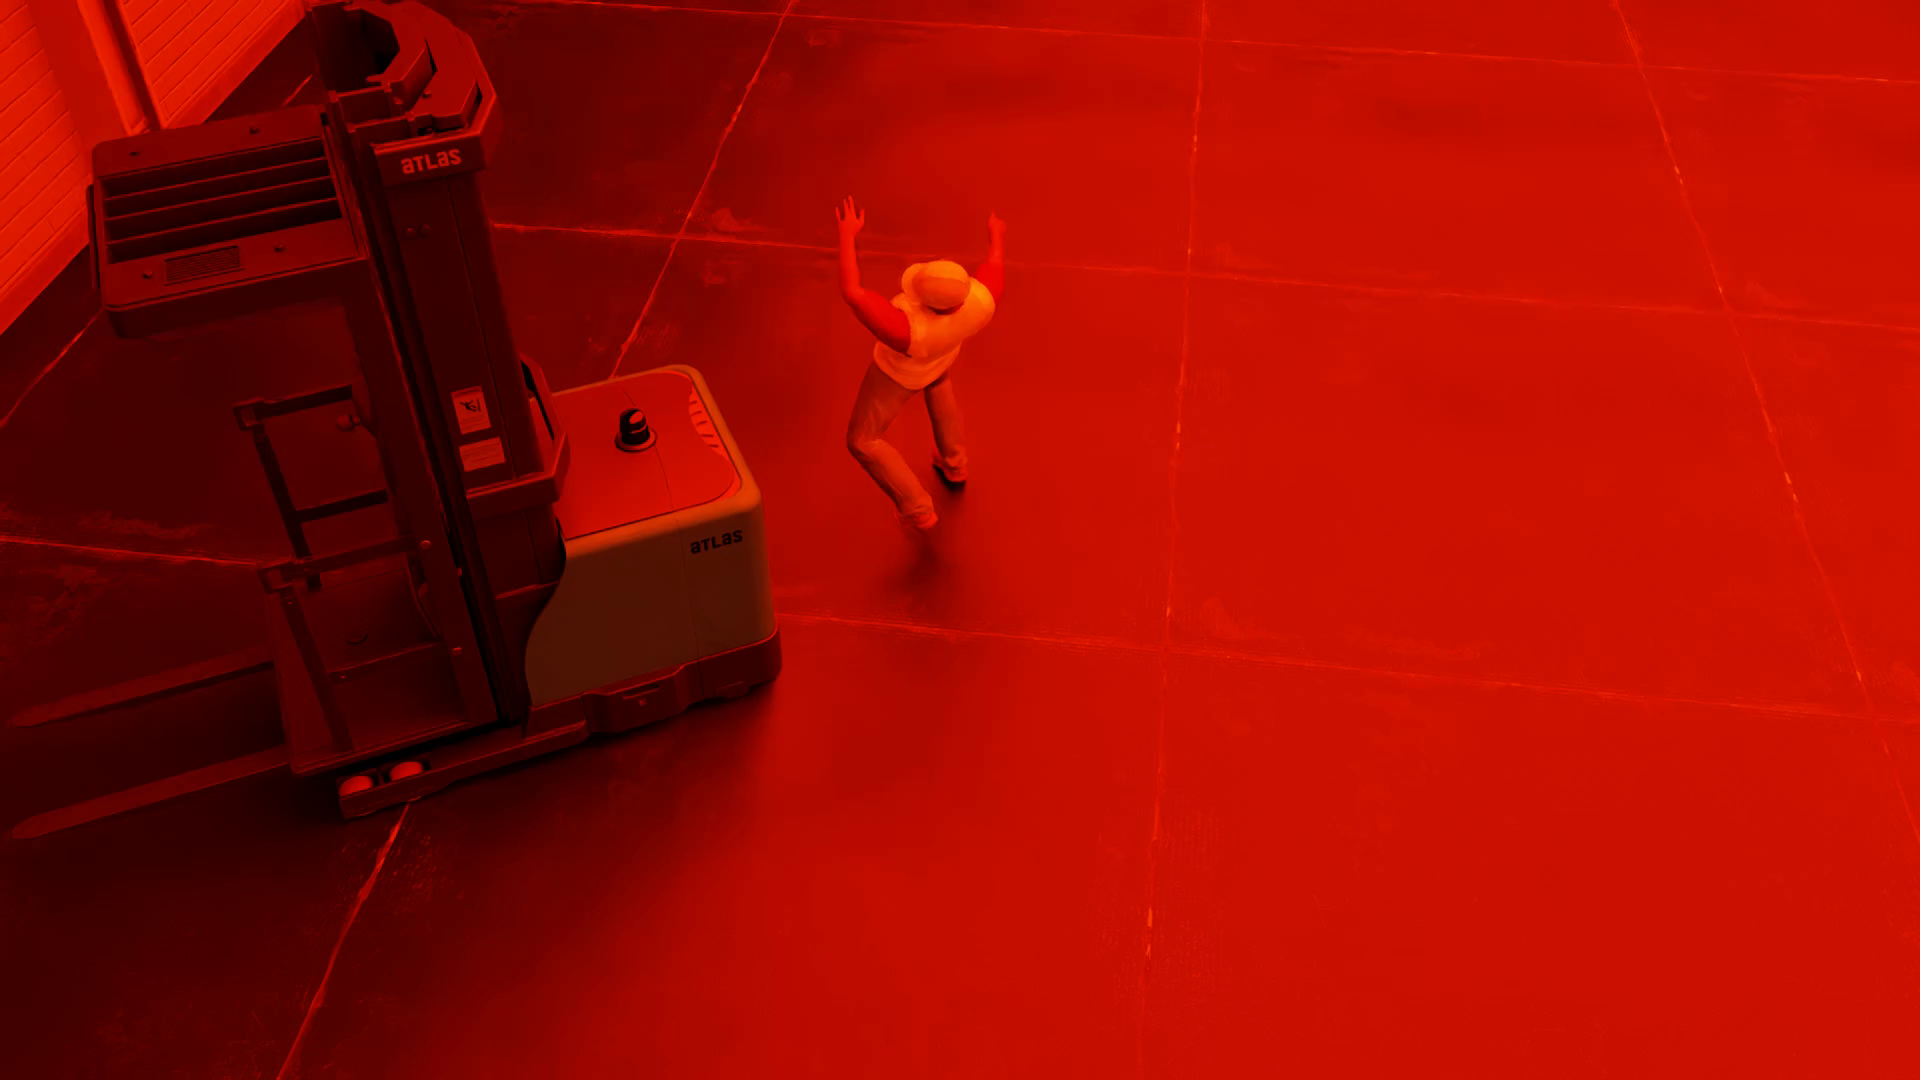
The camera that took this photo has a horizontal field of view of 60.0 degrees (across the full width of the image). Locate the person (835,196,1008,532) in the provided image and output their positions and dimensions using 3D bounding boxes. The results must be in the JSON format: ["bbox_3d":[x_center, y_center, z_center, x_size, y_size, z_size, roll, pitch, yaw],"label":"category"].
[{"bbox_3d":[-0.073,-0.909,7.726,0.750,1.524,1.117,28,50,27],"label":"person"}]

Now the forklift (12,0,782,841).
[{"bbox_3d":[-2.335,-0.379,6.137,3.031,2.935,1.130,-16,45,-17],"label":"forklift"}]
